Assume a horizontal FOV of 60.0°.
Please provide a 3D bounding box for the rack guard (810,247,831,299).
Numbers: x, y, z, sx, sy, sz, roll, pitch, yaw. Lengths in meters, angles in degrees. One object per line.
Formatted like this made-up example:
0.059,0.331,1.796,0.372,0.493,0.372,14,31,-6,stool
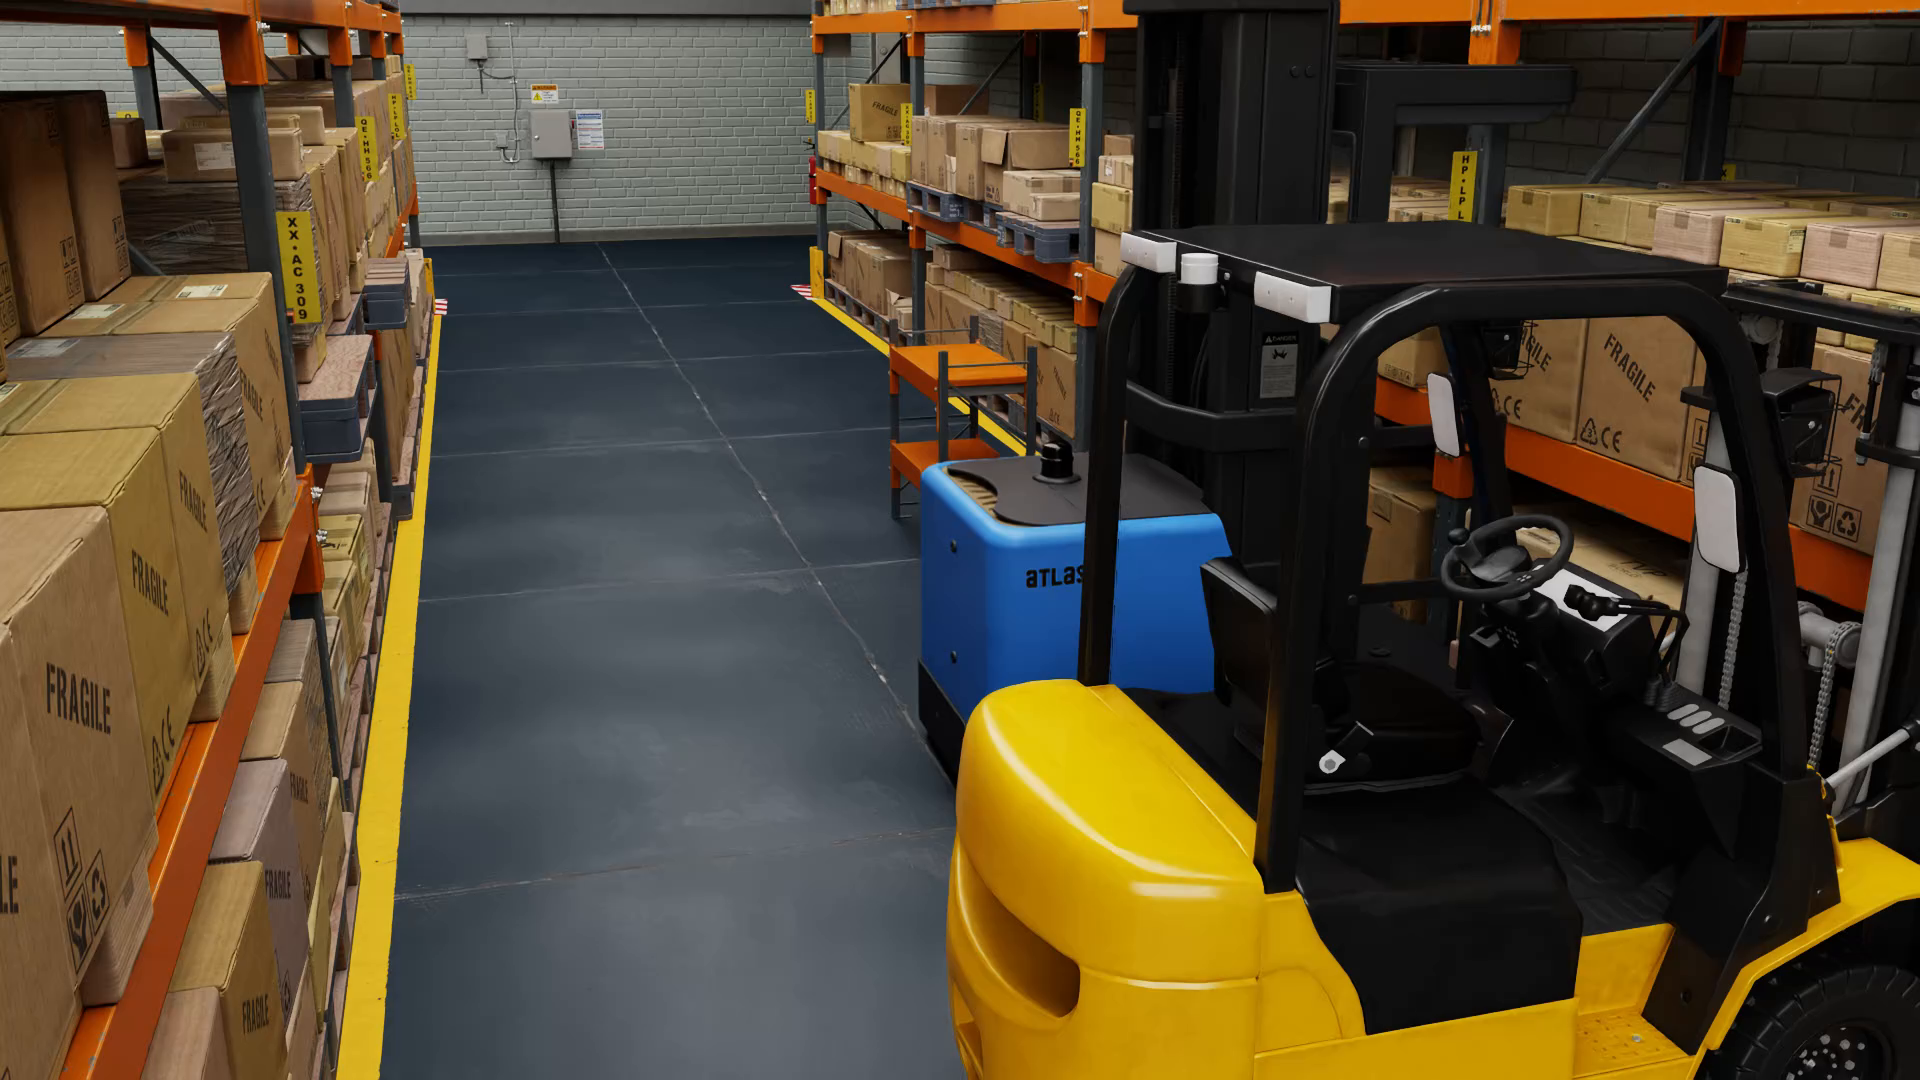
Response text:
-0.980,-2.838,17.532,1.175,0.500,0.348,-5,17,-15,rack guard

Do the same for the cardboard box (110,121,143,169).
-3.020,-1.345,5.668,0.380,0.149,0.250,-5,17,-17,cardboard box

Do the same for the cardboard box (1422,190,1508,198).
2.225,-1.426,7.185,0.380,0.149,0.250,-5,17,-16,cardboard box

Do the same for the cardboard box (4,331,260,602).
-1.818,-0.146,3.532,0.500,0.500,0.500,-4,17,-14,cardboard box

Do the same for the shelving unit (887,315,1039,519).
-0.002,-0.541,8.796,0.538,1.125,1.048,-5,17,-15,shelving unit

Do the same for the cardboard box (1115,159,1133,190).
1.077,-2.017,9.151,0.380,0.149,0.250,-4,17,-14,cardboard box

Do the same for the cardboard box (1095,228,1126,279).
1.085,-1.630,9.424,0.500,0.250,0.500,-5,17,-15,cardboard box

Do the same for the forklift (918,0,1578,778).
1.414,-0.646,6.009,3.031,2.935,1.130,-5,17,-15,forklift

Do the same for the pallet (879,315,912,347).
-0.089,-1.804,14.593,1.003,0.211,1.213,-5,17,-15,pallet

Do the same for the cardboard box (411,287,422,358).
-4.742,-1.713,13.163,0.875,0.438,0.875,-5,17,-16,cardboard box

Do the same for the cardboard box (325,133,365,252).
-3.029,-1.596,7.629,0.500,0.500,0.500,-5,17,-16,cardboard box

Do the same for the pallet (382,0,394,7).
-5.219,-4.515,13.708,1.003,0.211,1.213,-5,17,-15,pallet

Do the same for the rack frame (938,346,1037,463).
0.138,-0.400,8.328,0.500,1.125,0.032,-5,17,-15,rack frame

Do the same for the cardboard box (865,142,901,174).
-0.552,-3.419,14.862,0.500,0.250,0.500,-5,17,-16,cardboard box

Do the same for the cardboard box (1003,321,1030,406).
0.601,-1.231,11.452,0.500,0.500,0.500,-4,17,-13,cardboard box

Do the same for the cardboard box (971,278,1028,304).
0.294,-1.857,12.407,0.380,0.149,0.250,-5,17,-15,cardboard box

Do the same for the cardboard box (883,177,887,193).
-0.465,-3.113,14.538,0.380,0.149,0.250,-4,17,-14,cardboard box

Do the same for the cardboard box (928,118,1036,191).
0.159,-2.904,12.503,0.700,0.500,0.500,-5,17,-15,cardboard box

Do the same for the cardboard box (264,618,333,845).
-2.054,0.555,4.635,0.500,0.500,0.500,-5,17,-16,cardboard box

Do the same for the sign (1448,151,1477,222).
1.778,-1.208,5.885,0.100,0.325,0.005,-5,17,-15,sign

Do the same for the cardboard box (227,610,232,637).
-1.769,0.195,3.524,0.380,0.149,0.250,-5,17,-16,cardboard box

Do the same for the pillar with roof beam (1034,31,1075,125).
-3.365,-5.747,12.441,9.100,9.000,0.400,-5,17,-15,pillar with roof beam

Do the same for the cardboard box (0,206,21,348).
-2.331,-0.590,3.273,0.700,0.500,0.500,-5,17,-16,cardboard box

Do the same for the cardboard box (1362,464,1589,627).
2.143,0.056,6.951,0.875,0.625,0.625,-4,17,-13,cardboard box

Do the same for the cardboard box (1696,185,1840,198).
2.704,-1.101,5.585,0.380,0.149,0.250,-5,17,-17,cardboard box

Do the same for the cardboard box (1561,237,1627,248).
2.204,-0.915,5.483,0.380,0.149,0.250,-4,17,-14,cardboard box

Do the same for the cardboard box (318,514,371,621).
-3.015,0.178,6.983,0.950,0.372,0.625,-4,17,-13,cardboard box

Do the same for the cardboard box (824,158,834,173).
-1.174,-3.823,16.903,0.380,0.149,0.250,-5,17,-16,cardboard box

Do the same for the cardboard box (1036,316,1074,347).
0.714,-1.348,10.713,0.380,0.149,0.250,-6,18,-18,cardboard box

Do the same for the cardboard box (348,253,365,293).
-2.851,-1.179,7.370,0.380,0.149,0.250,-4,17,-14,cardboard box

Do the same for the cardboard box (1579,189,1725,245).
2.275,-1.063,5.457,0.380,0.149,0.250,-4,17,-14,cardboard box

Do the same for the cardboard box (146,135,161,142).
-3.523,-1.555,7.495,0.500,0.500,0.500,-4,17,-12,cardboard box

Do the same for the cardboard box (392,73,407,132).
-5.106,-3.796,14.463,0.500,0.500,0.500,-5,17,-16,cardboard box

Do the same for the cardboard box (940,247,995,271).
0.059,-2.219,13.095,0.380,0.149,0.250,-6,18,-18,cardboard box

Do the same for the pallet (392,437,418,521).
-3.718,-0.339,9.712,1.003,0.211,1.213,-5,17,-15,pallet

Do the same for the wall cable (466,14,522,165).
-5.984,-5.823,21.356,0.588,1.984,0.122,-5,17,-15,wall cable

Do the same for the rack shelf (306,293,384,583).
-3.024,-0.552,6.827,1.077,0.370,4.000,-5,17,-15,rack shelf

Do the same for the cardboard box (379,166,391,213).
-3.868,-2.201,10.456,0.500,0.250,0.500,-4,17,-14,cardboard box

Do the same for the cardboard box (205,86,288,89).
-4.378,-2.519,10.212,0.500,0.500,0.500,-5,17,-16,cardboard box

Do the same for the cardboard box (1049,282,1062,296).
0.874,-1.831,12.321,0.380,0.149,0.250,-4,17,-14,cardboard box

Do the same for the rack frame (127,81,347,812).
-2.474,-0.344,4.882,1.000,3.000,0.127,-5,17,-15,rack frame

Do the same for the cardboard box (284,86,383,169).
-3.882,-2.553,10.326,0.500,0.500,0.500,-4,17,-14,cardboard box

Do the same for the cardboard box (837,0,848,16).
-0.937,-4.974,15.521,0.380,0.149,0.250,-5,17,-15,cardboard box

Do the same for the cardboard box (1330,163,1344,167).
1.808,-1.926,8.848,0.380,0.149,0.250,-5,17,-16,cardboard box

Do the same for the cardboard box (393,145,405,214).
-4.550,-2.755,12.735,0.500,0.500,0.500,-4,17,-13,cardboard box

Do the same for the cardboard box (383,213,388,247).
-3.902,-1.956,10.510,0.500,0.250,0.500,-5,17,-15,cardboard box

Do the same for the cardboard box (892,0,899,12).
-0.349,-4.410,13.643,0.380,0.149,0.250,-5,17,-15,cardboard box

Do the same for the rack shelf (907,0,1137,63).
0.648,-3.489,11.389,1.077,0.370,4.000,-5,17,-15,rack shelf

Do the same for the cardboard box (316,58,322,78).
-5.091,-3.605,12.701,0.380,0.149,0.250,-5,17,-15,cardboard box

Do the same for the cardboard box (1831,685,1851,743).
2.544,0.483,4.441,0.500,0.250,0.500,-5,17,-16,cardboard box
